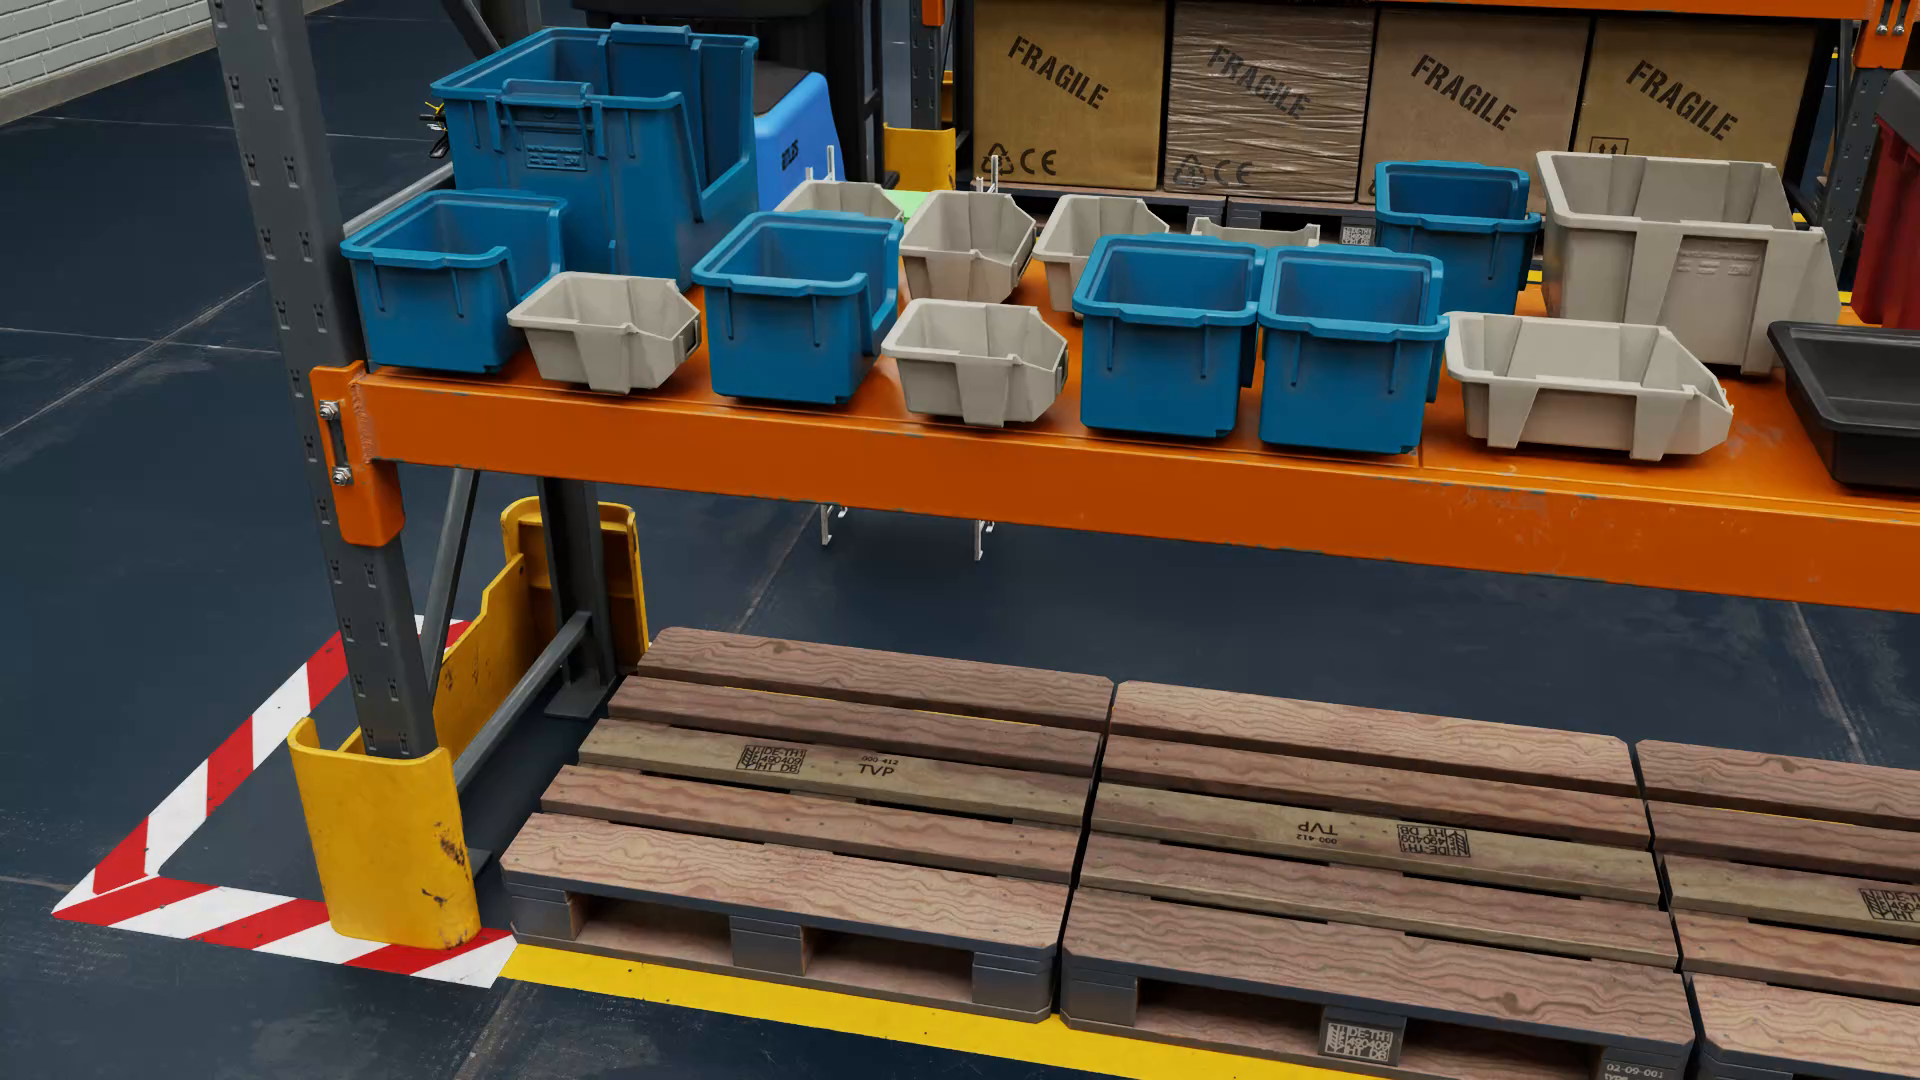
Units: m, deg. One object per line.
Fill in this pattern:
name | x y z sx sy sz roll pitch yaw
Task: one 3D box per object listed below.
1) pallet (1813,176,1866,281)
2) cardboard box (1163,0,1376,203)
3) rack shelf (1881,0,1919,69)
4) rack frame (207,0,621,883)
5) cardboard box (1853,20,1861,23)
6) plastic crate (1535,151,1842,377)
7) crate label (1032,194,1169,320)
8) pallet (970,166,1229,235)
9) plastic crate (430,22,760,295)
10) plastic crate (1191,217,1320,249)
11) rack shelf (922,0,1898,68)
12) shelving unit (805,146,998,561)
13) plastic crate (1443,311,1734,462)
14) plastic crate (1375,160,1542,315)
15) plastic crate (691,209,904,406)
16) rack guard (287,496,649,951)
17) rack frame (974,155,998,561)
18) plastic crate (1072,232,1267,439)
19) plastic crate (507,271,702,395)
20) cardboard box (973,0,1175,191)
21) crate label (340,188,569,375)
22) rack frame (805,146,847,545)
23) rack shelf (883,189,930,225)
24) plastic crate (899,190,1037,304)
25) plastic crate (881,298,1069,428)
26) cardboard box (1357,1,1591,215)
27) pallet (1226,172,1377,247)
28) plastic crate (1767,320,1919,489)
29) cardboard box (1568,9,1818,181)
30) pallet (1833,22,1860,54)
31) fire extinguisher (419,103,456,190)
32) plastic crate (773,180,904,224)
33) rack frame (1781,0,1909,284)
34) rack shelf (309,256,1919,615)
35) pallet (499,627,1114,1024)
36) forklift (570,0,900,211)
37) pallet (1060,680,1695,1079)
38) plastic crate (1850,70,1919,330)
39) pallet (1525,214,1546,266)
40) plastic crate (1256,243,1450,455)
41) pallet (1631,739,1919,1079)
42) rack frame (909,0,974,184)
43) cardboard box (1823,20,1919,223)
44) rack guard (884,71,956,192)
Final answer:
pallet | 4.619 -1.371 7.535 1.213 0.211 1.003 6 29 11
cardboard box | 1.469 -2.172 7.869 0.875 0.875 0.875 6 29 11
rack shelf | 5.804 -2.120 6.748 4.000 0.370 1.077 6 29 11
rack frame | -1.098 -0.711 3.426 0.127 3.000 1.000 6 29 11
cardboard box | 6.168 -3.792 11.219 0.500 0.500 0.500 7 30 13
plastic crate | 1.359 -0.524 3.145 0.530 0.282 0.437 6 29 11
crate label | 0.295 -0.573 3.385 0.243 0.136 0.396 6 29 11
pallet | 0.735 -1.771 8.265 1.213 0.211 1.003 6 29 11
plastic crate | -0.731 -0.807 3.502 0.499 0.435 0.616 6 29 11
plastic crate | 0.589 -0.552 3.347 0.250 0.136 0.298 6 29 11
rack shelf | 1.892 -2.521 7.481 4.000 0.370 1.077 6 29 11
shelving unit | -0.162 -0.543 4.992 0.503 1.200 0.258 6 29 11
plastic crate | 1.048 -0.254 2.803 0.466 0.136 0.293 6 29 11
plastic crate | 0.964 -0.579 3.296 0.300 0.233 0.416 6 29 11
plastic crate | -0.281 -0.419 3.004 0.300 0.233 0.416 6 29 11
rack guard | -1.124 0.389 4.020 0.348 0.500 1.175 6 29 11
rack frame | 0.077 -0.518 4.948 0.015 1.200 0.240 6 29 11
plastic crate | 0.363 -0.353 2.883 0.300 0.233 0.416 6 29 11
plastic crate | -0.629 -0.372 3.018 0.298 0.136 0.250 6 29 11
cardboard box | 0.579 -2.263 8.035 0.875 0.875 0.875 6 29 11
crate label | -0.925 -0.485 3.124 0.303 0.233 0.416 6 29 11
rack frame | -0.401 -0.567 5.037 0.015 1.200 0.240 6 29 11
rack shelf | -0.162 -0.908 4.792 0.480 0.148 0.258 6 29 11
plastic crate | 0.018 -0.590 3.415 0.243 0.136 0.396 6 29 11
plastic crate | 0.035 -0.304 2.893 0.298 0.136 0.250 6 29 11
cardboard box | 2.339 -2.083 7.706 0.875 0.875 0.875 6 29 11
pallet | 1.924 -1.648 8.040 1.213 0.211 1.003 6 29 11
plastic crate | 1.663 -0.202 2.720 0.590 0.125 0.437 6 29 11
cardboard box | 3.220 -1.992 7.541 0.875 0.875 0.875 6 29 11
pallet | 5.745 -3.655 11.707 1.213 0.211 1.003 6 29 11
fire extinguisher | -1.150 -0.743 3.952 0.183 0.674 0.296 6 29 11
plastic crate | -0.262 -0.625 3.481 0.243 0.136 0.396 6 29 11
rack frame | 3.848 -2.636 6.942 0.127 3.000 1.000 6 29 11
rack shelf | 0.858 -0.195 3.232 4.000 0.370 1.077 6 29 11
pallet | -0.299 0.613 3.911 1.213 0.211 1.003 6 29 11
forklift | -0.886 -2.469 6.708 1.130 2.935 3.031 5 29 8
pallet | 0.890 0.736 3.686 1.213 0.211 1.003 6 29 11
plastic crate | 1.993 -0.572 3.042 0.583 0.464 0.402 6 29 11
pallet | 3.121 -1.526 7.818 1.213 0.211 1.003 6 29 11
plastic crate | 0.656 -0.323 2.828 0.300 0.233 0.416 6 29 11
pallet | 2.087 0.857 3.464 1.213 0.211 1.003 6 29 11
rack frame | -0.063 -3.038 7.675 0.127 3.000 1.000 6 29 11
cardboard box | 4.478 -1.834 7.251 0.875 0.875 1.225 6 29 11
rack guard | -0.087 -1.944 8.279 0.348 0.500 1.175 6 29 11
